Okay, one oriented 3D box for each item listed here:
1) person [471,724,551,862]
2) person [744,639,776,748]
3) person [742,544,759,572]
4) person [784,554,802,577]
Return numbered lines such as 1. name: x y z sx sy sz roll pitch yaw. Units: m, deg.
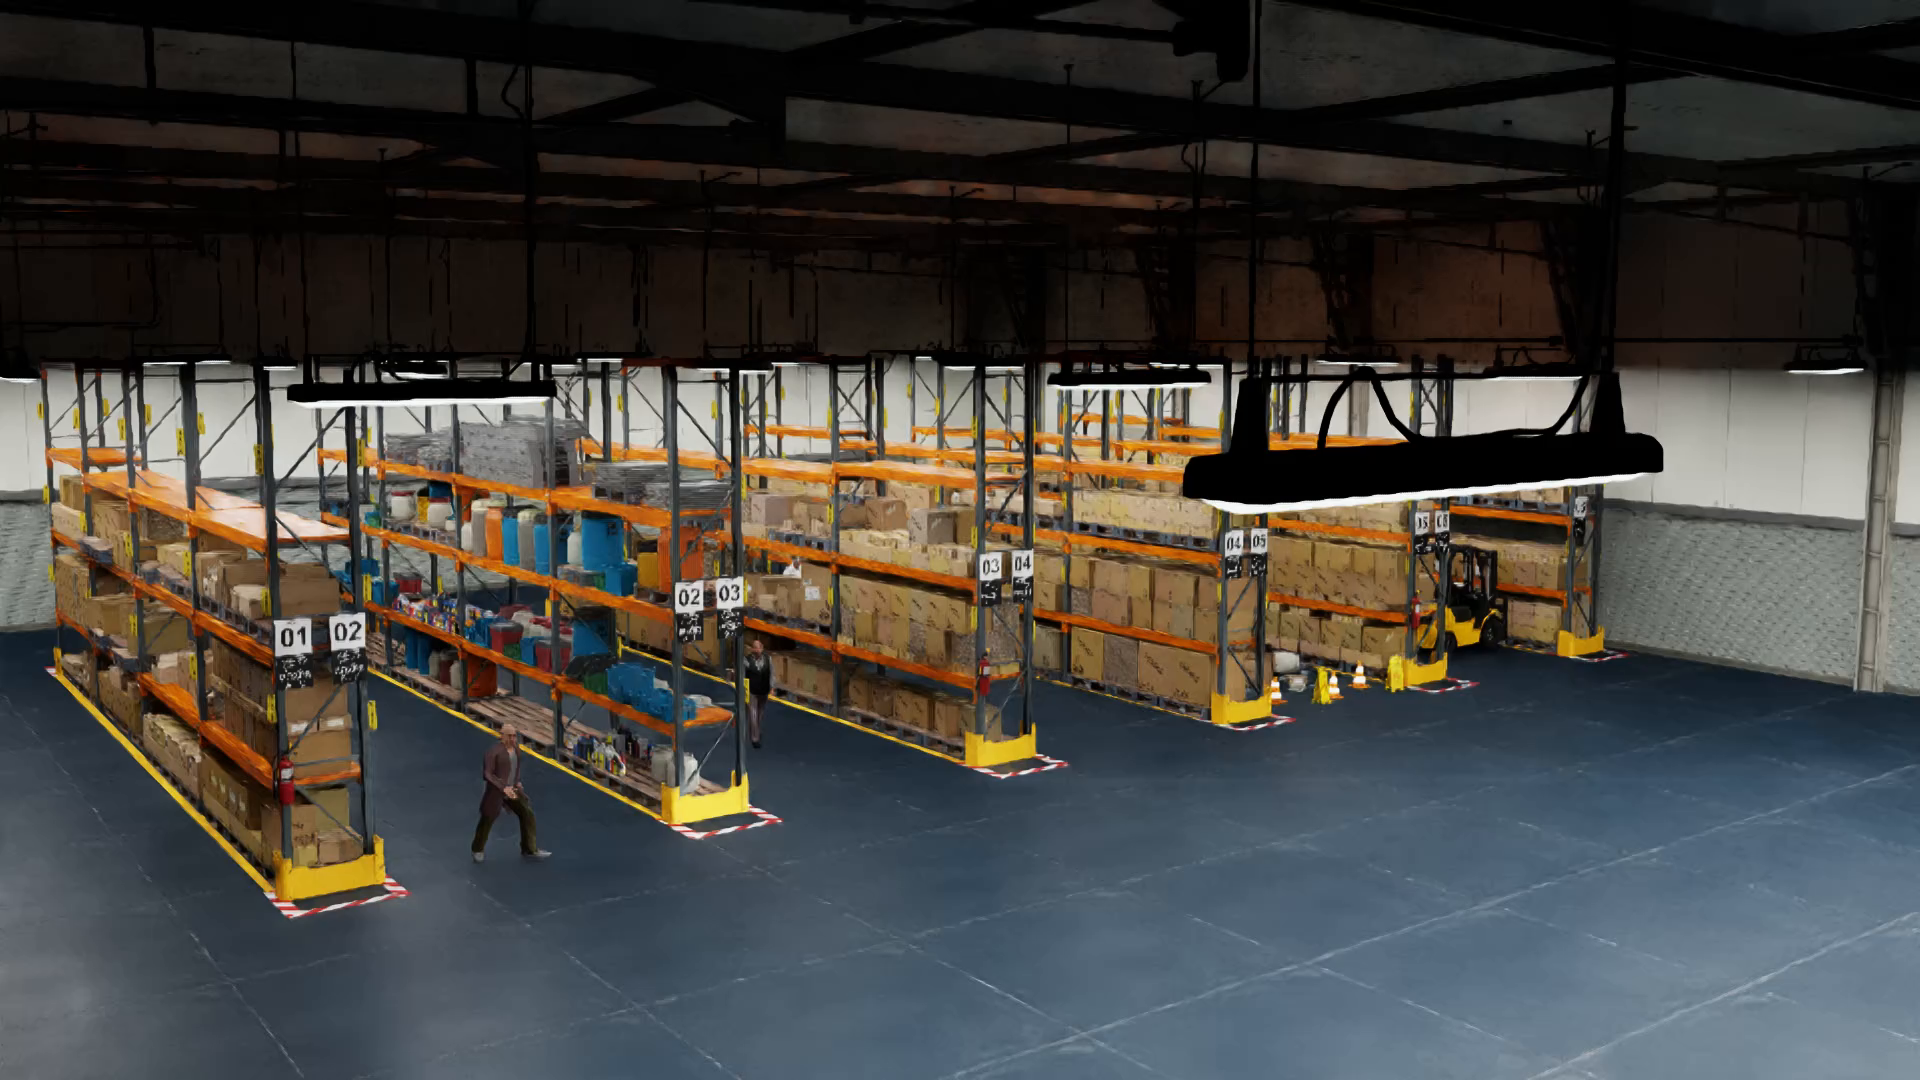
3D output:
1. person: -5.547 3.054 20.181 0.900 1.710 0.724 5 9 37
2. person: -3.162 2.376 26.048 0.539 1.665 1.031 -4 8 -27
3. person: -5.717 0.109 45.079 0.498 1.622 0.917 -1 7 -7
4. person: -3.609 1.123 36.345 0.542 1.675 1.126 -5 8 -34
